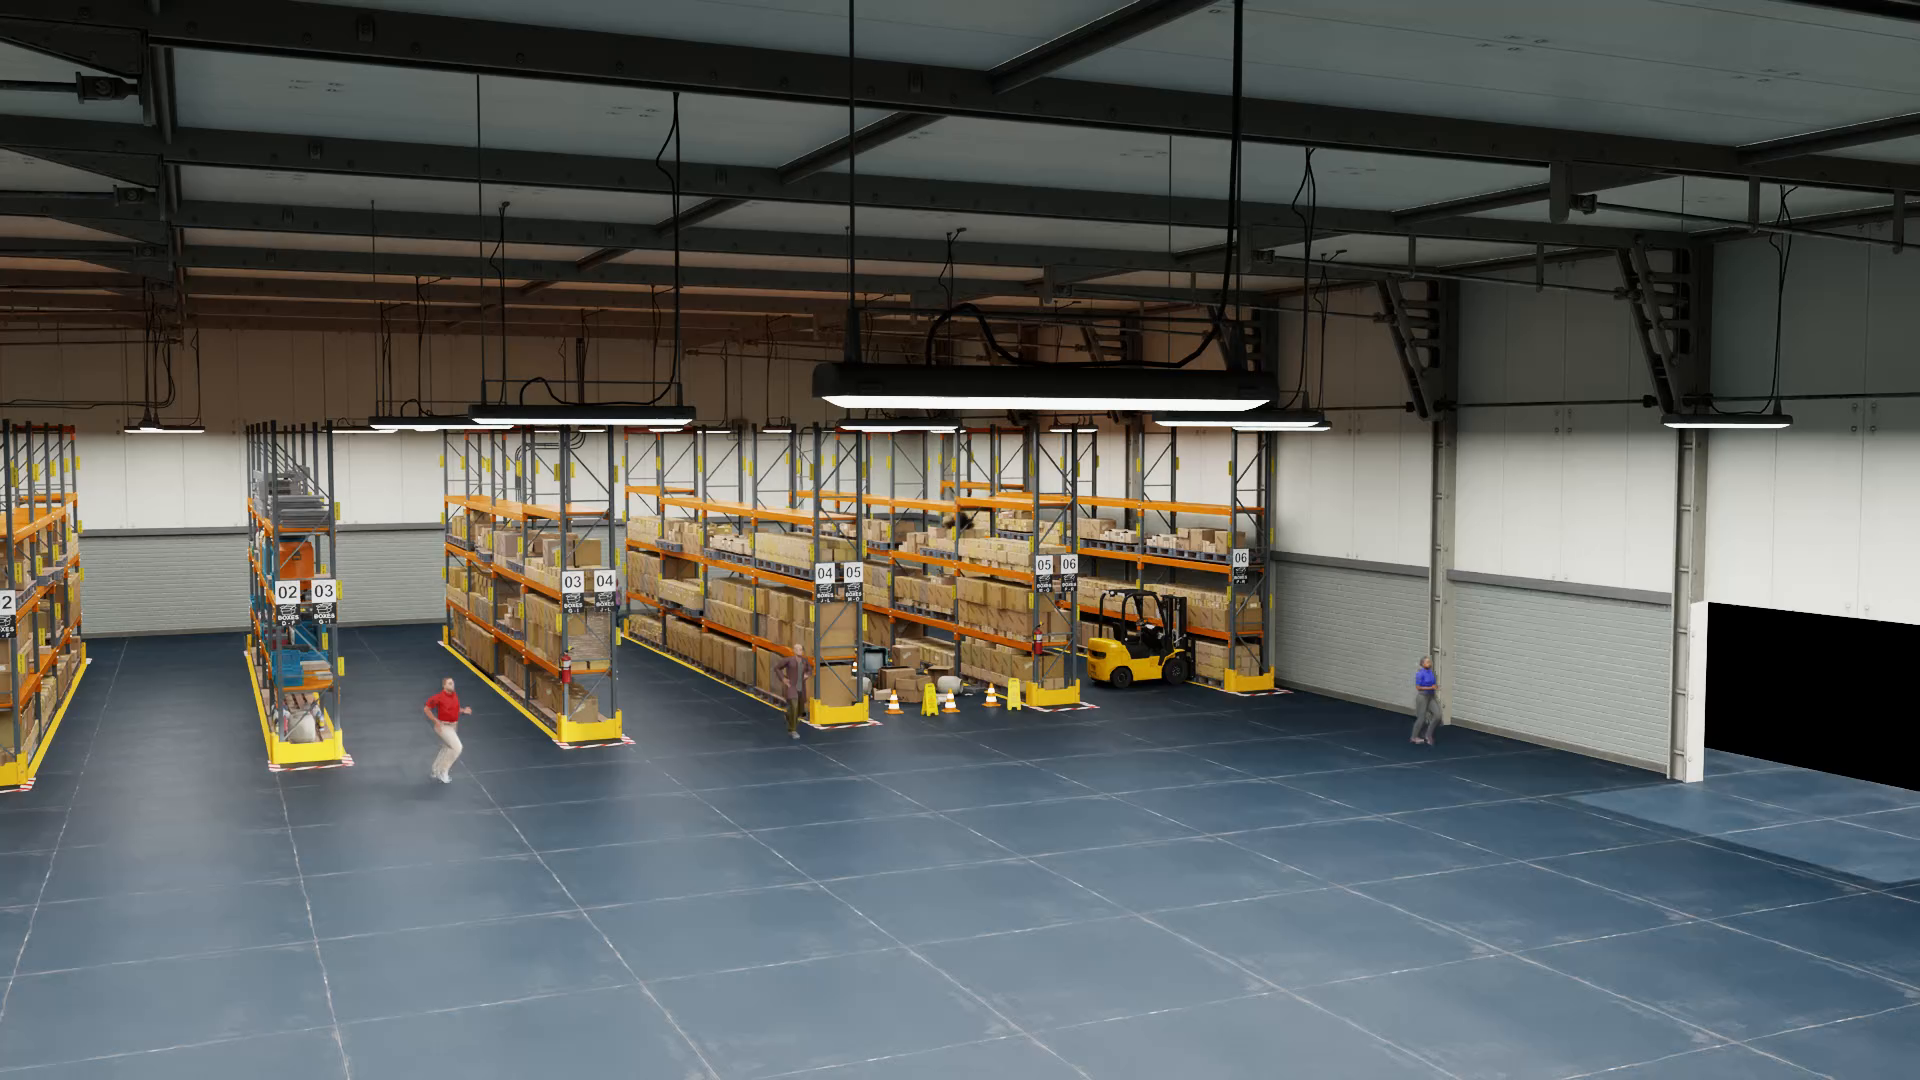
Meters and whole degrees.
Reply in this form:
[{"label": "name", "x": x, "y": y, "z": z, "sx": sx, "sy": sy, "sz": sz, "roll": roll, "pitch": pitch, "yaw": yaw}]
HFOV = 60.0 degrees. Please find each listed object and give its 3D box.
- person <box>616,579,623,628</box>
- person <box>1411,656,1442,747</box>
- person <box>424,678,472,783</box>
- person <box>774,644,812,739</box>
[{"label": "person", "x": -10.149, "y": 1.901, "z": 48.836, "sx": 0.524, "sy": 1.551, "sz": 0.517, "roll": 2, "pitch": 4, "yaw": 31}, {"label": "person", "x": 8.632, "y": 2.987, "z": 30.709, "sx": 0.559, "sy": 1.684, "sz": 0.677, "roll": -2, "pitch": 4, "yaw": -31}, {"label": "person", "x": -8.464, "y": 3.159, "z": 27.588, "sx": 0.715, "sy": 1.759, "sz": 0.630, "roll": 1, "pitch": 4, "yaw": 11}, {"label": "person", "x": -3.147, "y": 2.911, "z": 31.948, "sx": 0.733, "sy": 1.689, "sz": 0.964, "roll": -3, "pitch": 5, "yaw": -39}]
